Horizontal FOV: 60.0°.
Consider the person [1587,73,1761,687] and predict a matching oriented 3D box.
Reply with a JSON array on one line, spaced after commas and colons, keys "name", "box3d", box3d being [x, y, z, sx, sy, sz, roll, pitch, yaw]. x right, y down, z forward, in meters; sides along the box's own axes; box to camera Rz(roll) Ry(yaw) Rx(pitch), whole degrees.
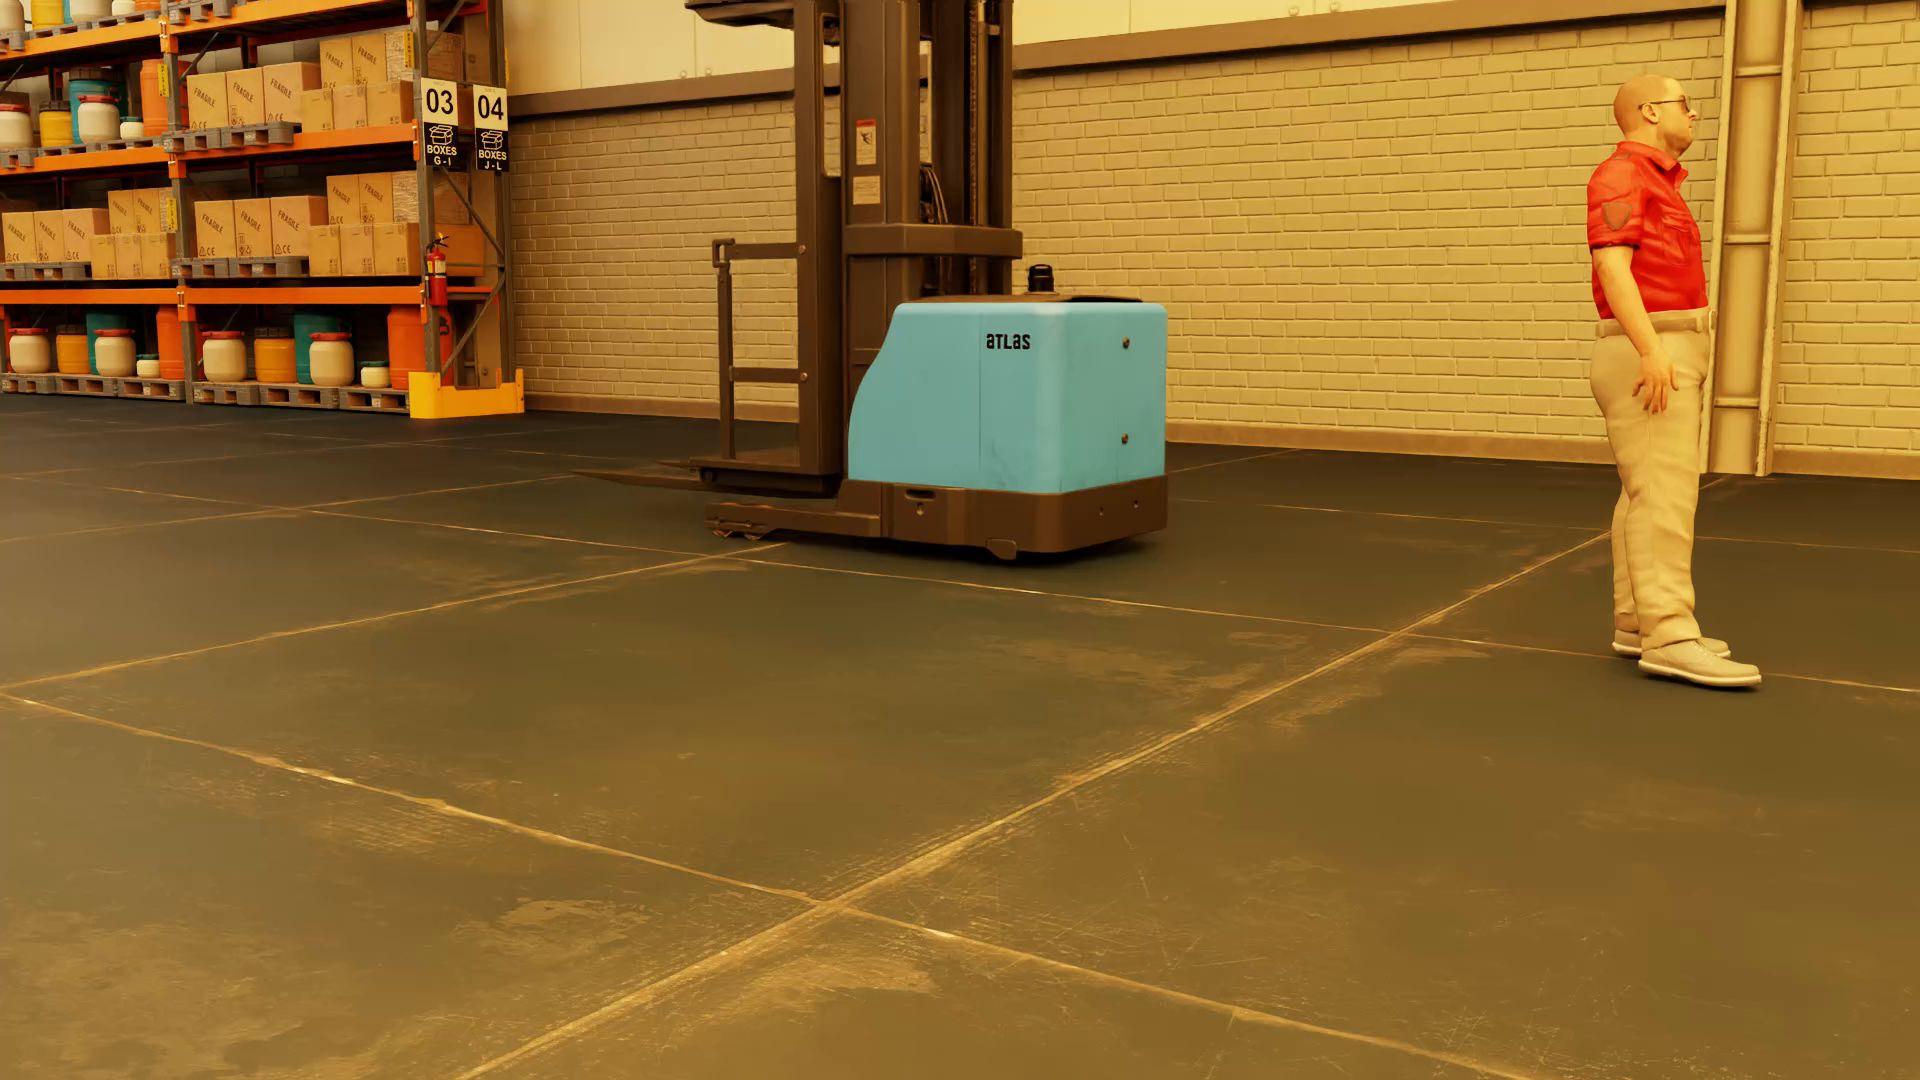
[{"name": "person", "box3d": [2.123, -0.493, 4.875, 0.550, 1.728, 0.641, 5, 9, 29]}]

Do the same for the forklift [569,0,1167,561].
[{"name": "forklift", "box3d": [-0.571, -1.503, 7.763, 3.031, 2.935, 1.130, 6, 10, 34]}]
